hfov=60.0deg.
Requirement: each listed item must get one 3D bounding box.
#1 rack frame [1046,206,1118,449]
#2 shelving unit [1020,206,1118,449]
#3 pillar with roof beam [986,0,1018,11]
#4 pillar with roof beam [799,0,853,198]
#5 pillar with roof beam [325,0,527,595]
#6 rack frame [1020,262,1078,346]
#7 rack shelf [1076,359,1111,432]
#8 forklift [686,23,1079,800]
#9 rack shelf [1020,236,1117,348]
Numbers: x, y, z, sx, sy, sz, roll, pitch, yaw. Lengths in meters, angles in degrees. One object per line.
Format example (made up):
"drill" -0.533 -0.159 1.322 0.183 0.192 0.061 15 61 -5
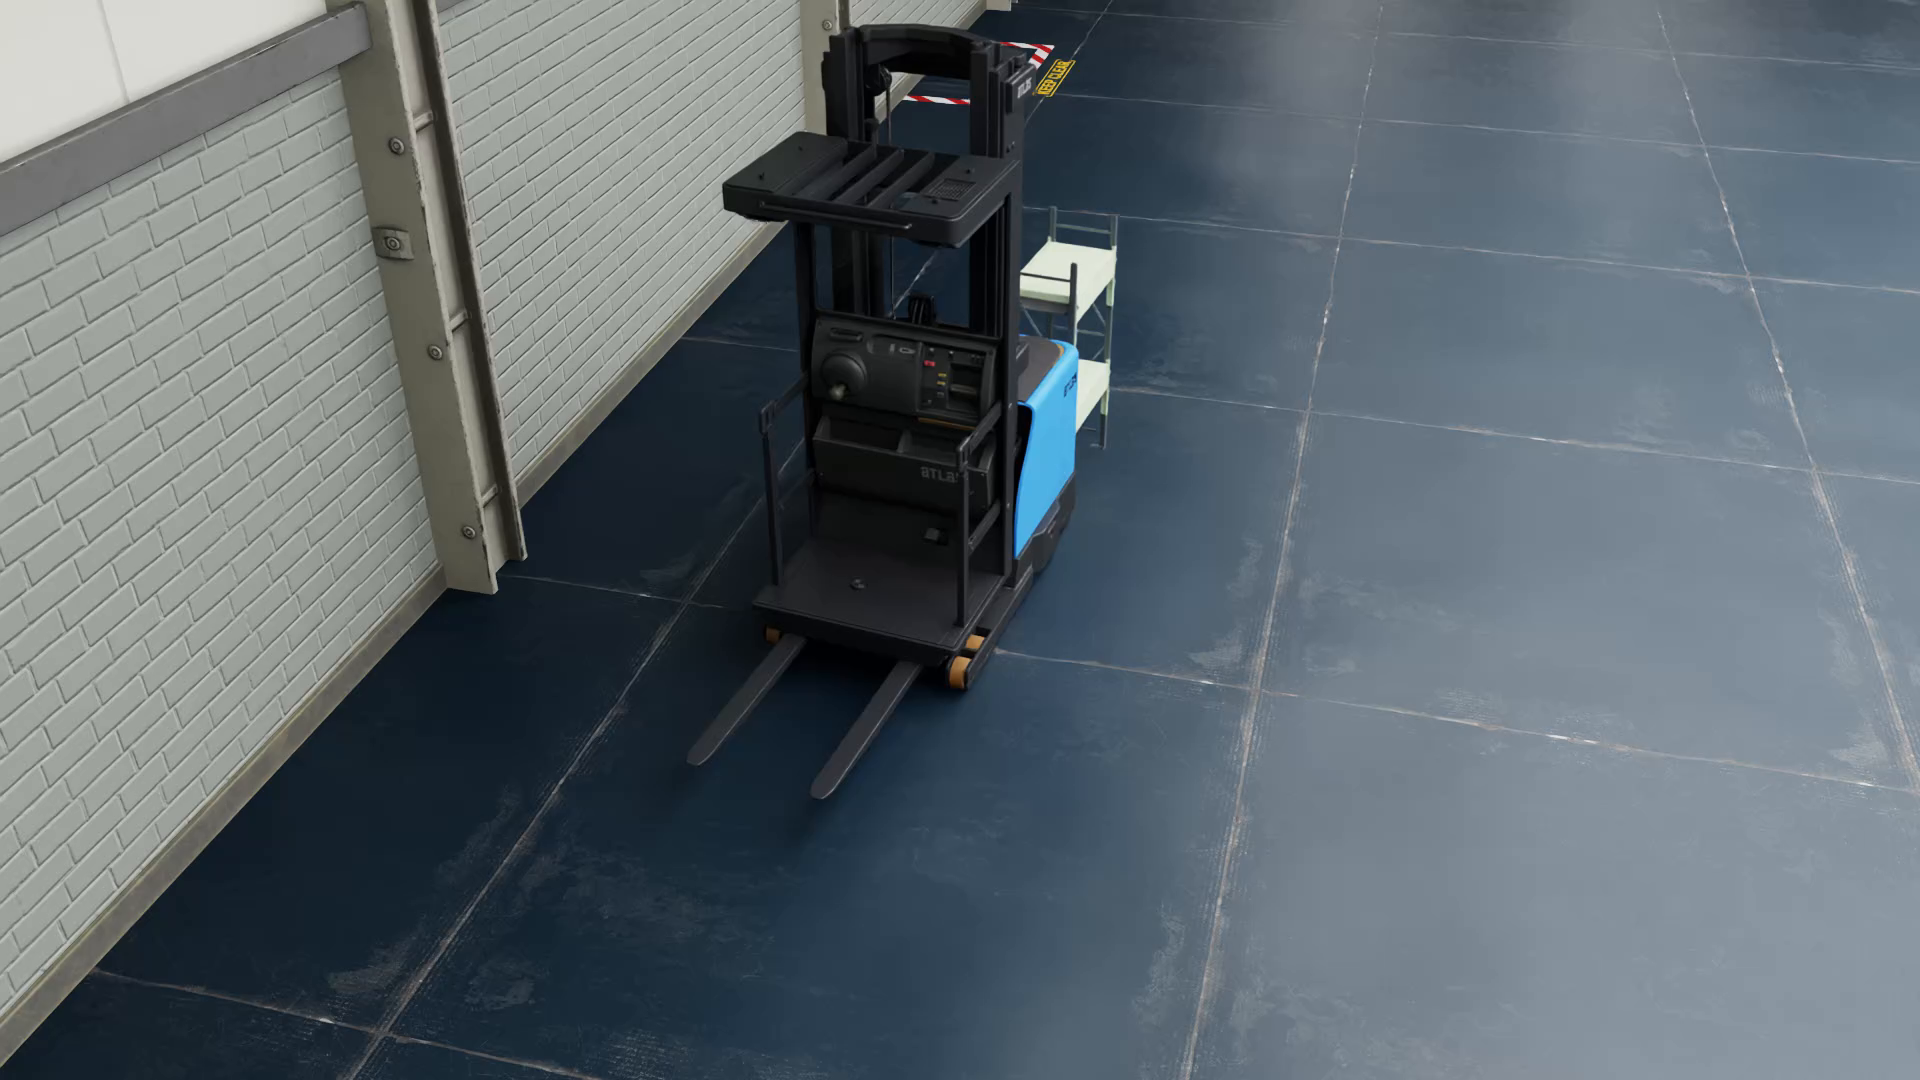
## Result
"rack frame" 0.704 -1.237 9.867 0.400 1.500 0.023 12 34 18
"shelving unit" 0.570 -1.054 9.580 0.431 1.500 0.755 12 34 18
"pillar with roof beam" 4.625 -9.271 15.515 9.100 9.000 0.400 8 33 12
"pillar with roof beam" 3.102 -6.157 10.618 9.100 9.000 0.400 8 33 12
"pillar with roof beam" 1.579 -3.044 5.720 9.100 9.000 0.400 8 33 12
"rack frame" 0.437 -0.871 9.292 0.400 1.500 0.023 12 34 18
"rack shelf" 0.570 -0.779 9.754 0.431 0.370 0.720 12 34 18
"forklift" -0.352 -0.755 7.776 1.130 2.935 3.031 12 34 18
"rack shelf" 0.570 -1.383 9.370 0.431 0.370 0.720 12 34 18
